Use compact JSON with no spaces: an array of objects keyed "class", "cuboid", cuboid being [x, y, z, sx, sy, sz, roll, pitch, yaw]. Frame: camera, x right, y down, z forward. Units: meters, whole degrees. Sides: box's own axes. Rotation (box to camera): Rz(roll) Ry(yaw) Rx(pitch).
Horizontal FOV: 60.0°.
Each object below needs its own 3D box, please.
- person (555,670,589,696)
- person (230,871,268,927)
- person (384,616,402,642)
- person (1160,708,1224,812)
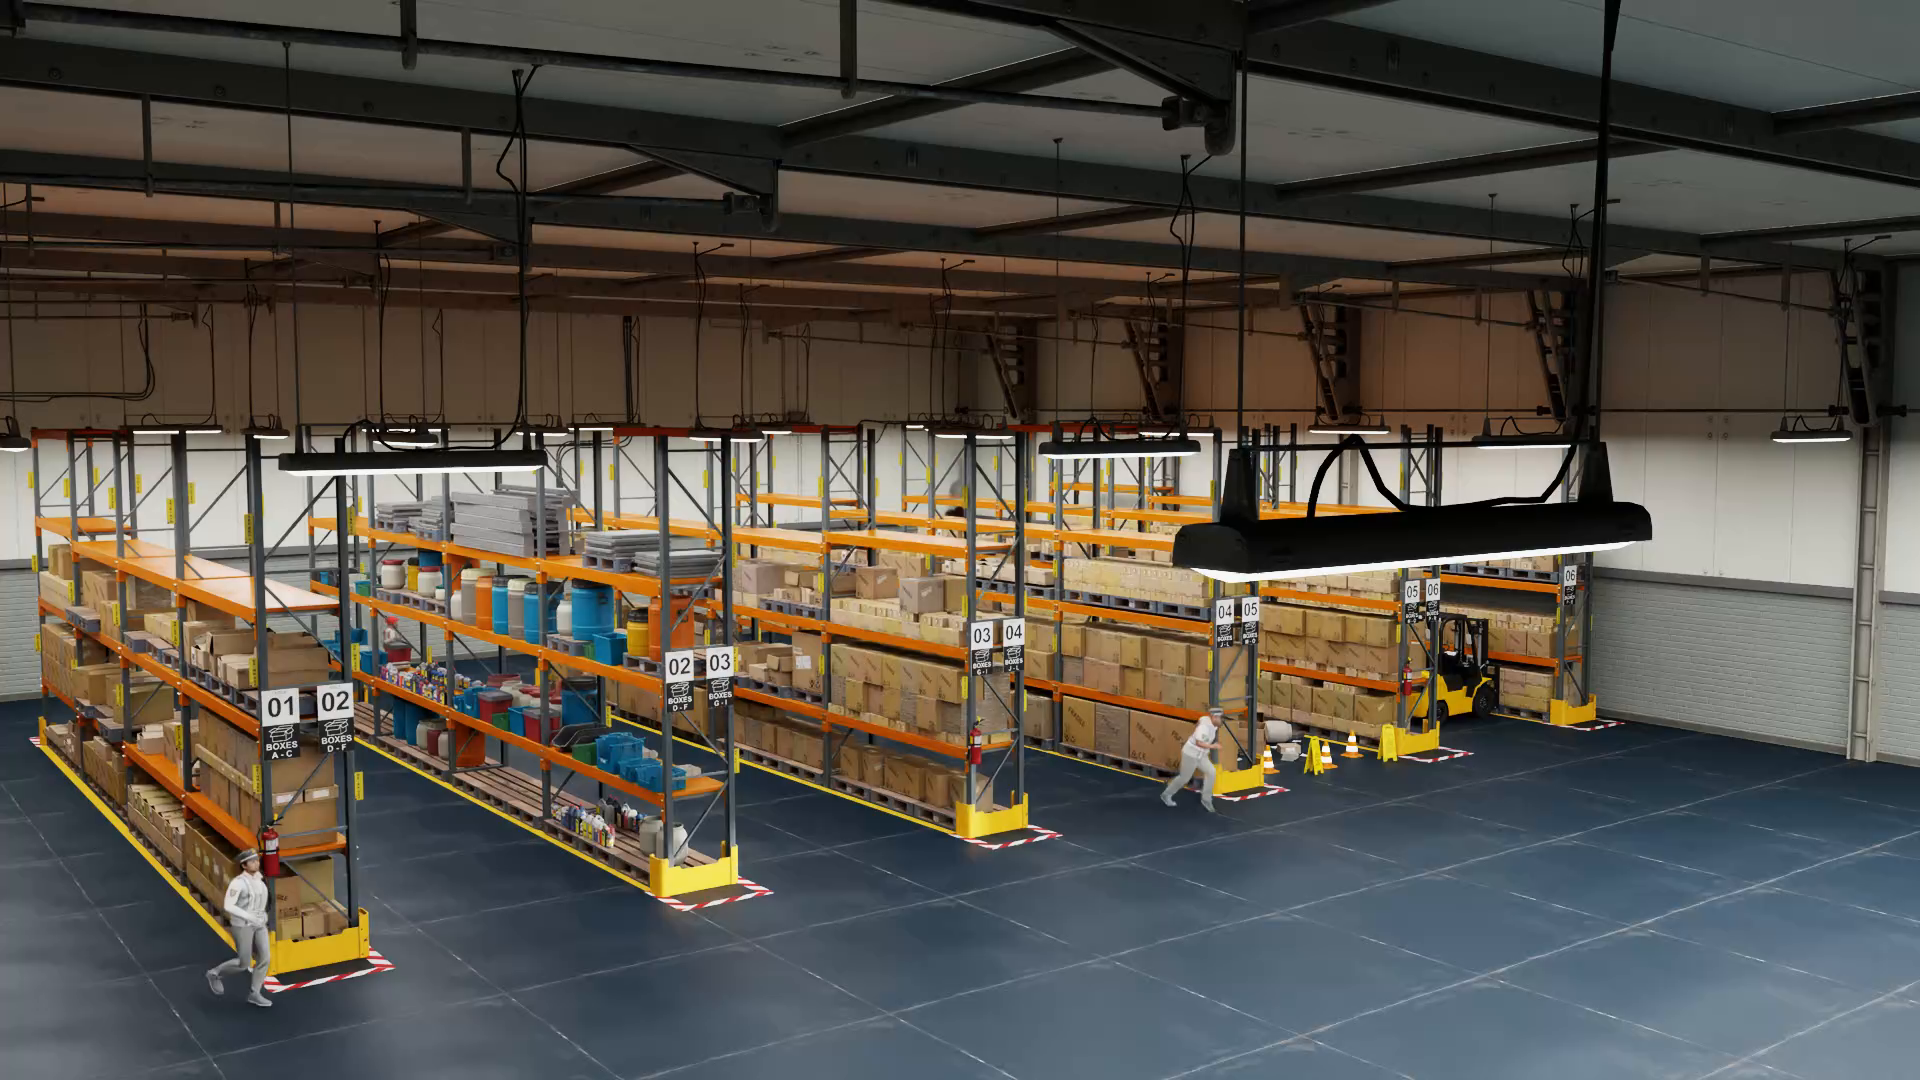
[{"class":"person","cuboid":[-7.169,3.136,30.885,0.890,1.551,0.694,3,5,35]},{"class":"person","cuboid":[-7.535,3.840,17.729,0.425,0.599,0.464,1,5,15]},{"class":"person","cuboid":[-12.554,2.534,37.018,0.543,1.685,0.656,-4,6,-40]},{"class":"person","cuboid":[3.671,3.478,26.300,1.010,1.714,0.435,2,5,22]}]
